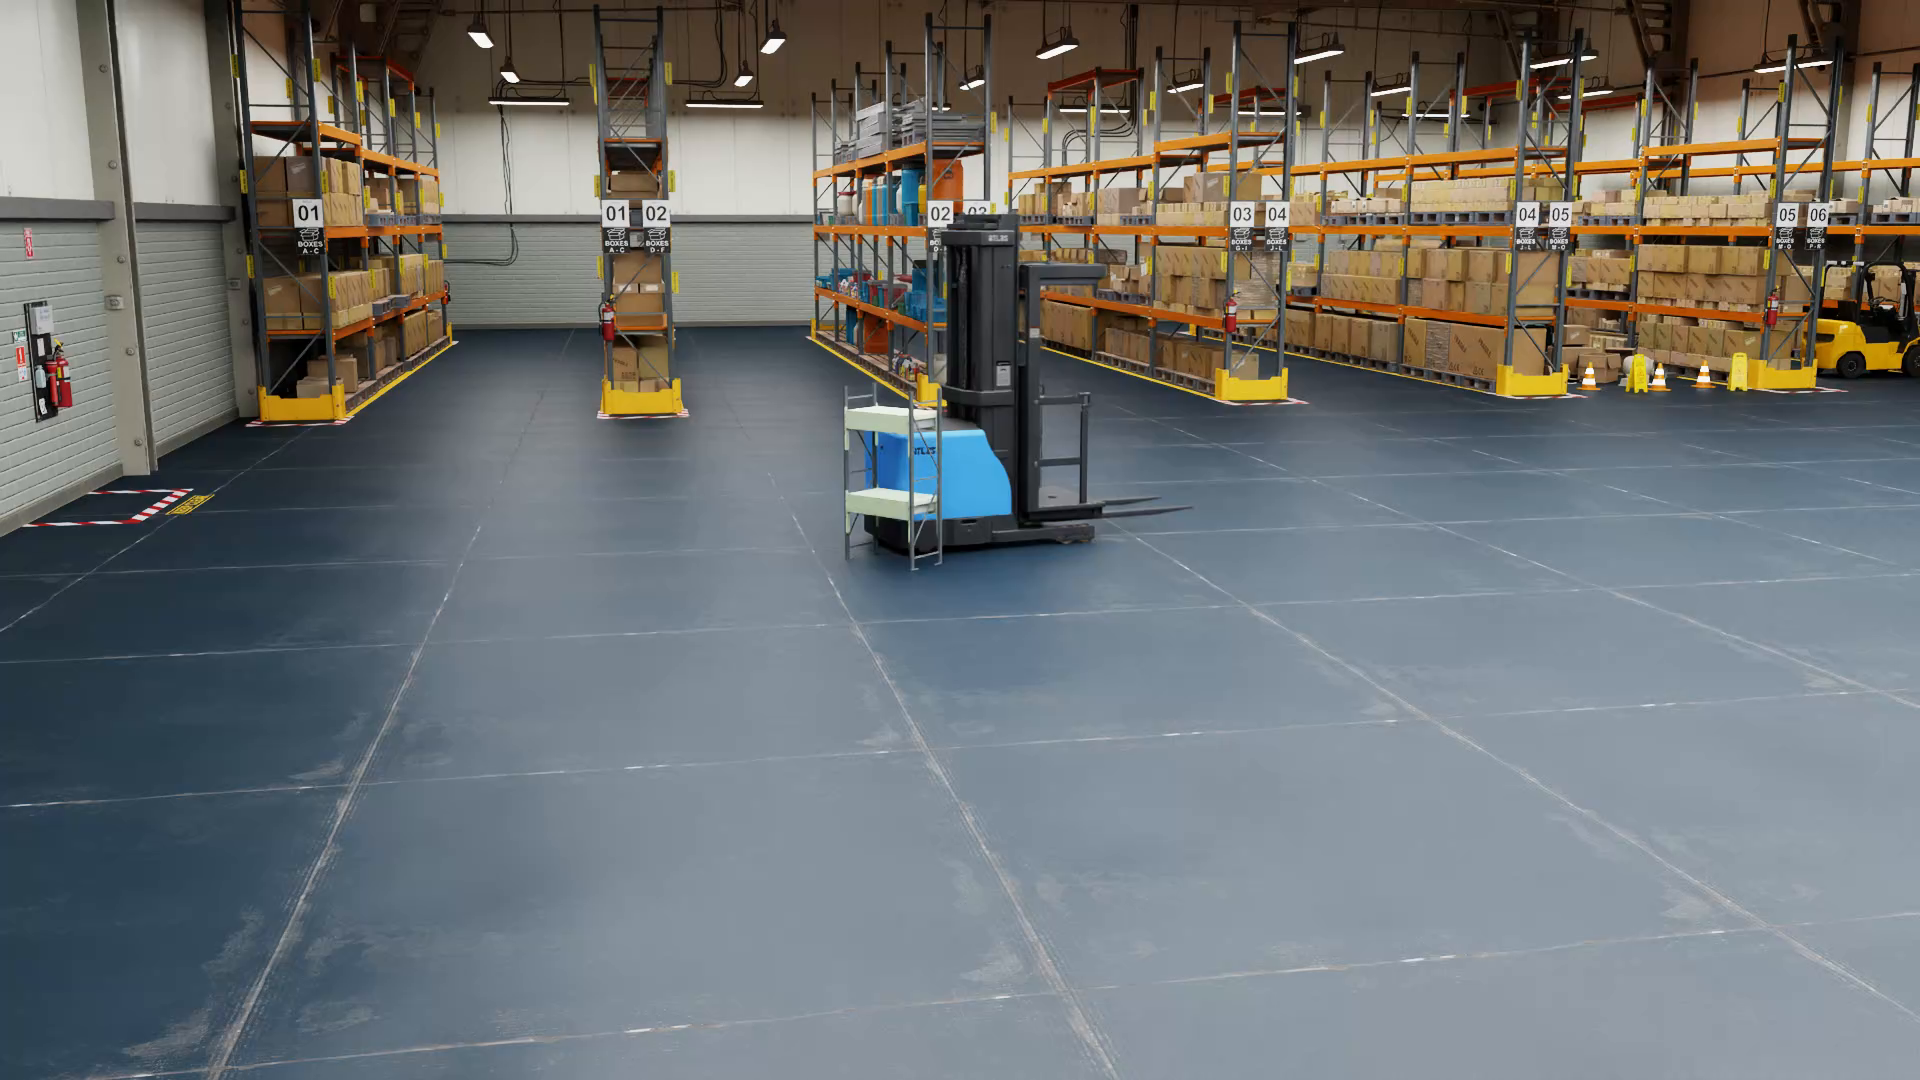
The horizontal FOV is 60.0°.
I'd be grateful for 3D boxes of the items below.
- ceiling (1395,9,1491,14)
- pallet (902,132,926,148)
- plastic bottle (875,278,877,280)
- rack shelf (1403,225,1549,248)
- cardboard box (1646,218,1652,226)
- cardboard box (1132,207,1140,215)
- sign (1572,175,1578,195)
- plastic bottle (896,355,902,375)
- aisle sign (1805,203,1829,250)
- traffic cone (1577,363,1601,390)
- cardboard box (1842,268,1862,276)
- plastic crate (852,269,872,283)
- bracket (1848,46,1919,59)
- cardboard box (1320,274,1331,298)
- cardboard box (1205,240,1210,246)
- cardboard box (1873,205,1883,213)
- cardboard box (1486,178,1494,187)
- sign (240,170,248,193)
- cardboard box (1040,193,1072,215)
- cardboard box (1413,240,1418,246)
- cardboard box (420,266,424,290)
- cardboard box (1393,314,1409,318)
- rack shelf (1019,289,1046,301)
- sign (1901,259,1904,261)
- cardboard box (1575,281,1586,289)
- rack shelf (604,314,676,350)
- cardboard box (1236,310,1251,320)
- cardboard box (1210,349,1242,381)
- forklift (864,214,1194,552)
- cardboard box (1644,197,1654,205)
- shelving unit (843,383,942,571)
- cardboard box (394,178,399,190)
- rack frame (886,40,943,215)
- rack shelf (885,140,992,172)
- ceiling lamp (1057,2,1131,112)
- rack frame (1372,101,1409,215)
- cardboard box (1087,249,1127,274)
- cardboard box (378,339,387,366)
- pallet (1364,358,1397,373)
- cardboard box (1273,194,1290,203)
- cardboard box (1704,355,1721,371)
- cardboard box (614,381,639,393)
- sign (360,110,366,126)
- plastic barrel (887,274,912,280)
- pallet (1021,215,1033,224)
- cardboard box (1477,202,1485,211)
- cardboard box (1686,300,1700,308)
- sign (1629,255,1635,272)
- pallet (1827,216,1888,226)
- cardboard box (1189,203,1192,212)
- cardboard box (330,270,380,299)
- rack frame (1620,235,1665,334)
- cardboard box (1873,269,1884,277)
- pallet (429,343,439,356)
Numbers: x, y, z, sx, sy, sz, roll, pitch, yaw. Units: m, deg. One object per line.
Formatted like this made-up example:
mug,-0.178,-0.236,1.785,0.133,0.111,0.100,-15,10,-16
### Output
ceiling,16.361,-15.161,46.770,6.000,0.001,6.000,-2,11,-11
pallet,-0.375,-6.638,27.634,1.003,0.211,1.213,-2,11,-11
plastic bottle,-1.859,-5.641,36.997,0.144,0.351,0.185,-2,11,-11
rack shelf,9.329,-5.450,29.763,1.077,0.370,4.000,-2,11,-11
cardboard box,13.594,-6.179,32.339,0.380,0.149,0.250,-2,11,-12
cardboard box,3.593,-6.440,32.543,0.380,0.166,0.250,-2,11,-13
sign,10.264,-5.924,27.780,0.100,0.325,0.005,-2,11,-11
plastic bottle,-1.053,-3.106,29.456,0.144,0.351,0.185,-2,11,-9
aisle sign,14.870,-5.439,28.848,0.394,0.787,0.004,-2,11,-11
traffic cone,11.008,-2.866,29.069,0.336,0.463,0.334,-2,11,-11
cardboard box,18.360,-5.499,34.115,0.380,0.149,0.250,-2,11,-9
plastic crate,-2.286,-6.056,38.712,0.402,0.464,0.583,-2,11,-11
bracket,19.241,-9.754,32.804,0.076,0.066,4.783,-2,11,-11
cardboard box,7.985,-5.387,35.264,0.500,0.500,0.500,-2,11,-10
cardboard box,6.538,-7.400,42.368,0.500,0.500,0.500,-2,11,-9
cardboard box,18.434,-6.589,33.102,0.380,0.149,0.250,-2,11,-10
cardboard box,9.223,-6.103,28.416,0.380,0.149,0.250,-2,11,-10
sign,-10.291,-5.153,23.909,0.100,0.325,0.005,-2,11,-11
cardboard box,2.288,-7.921,39.166,0.700,0.500,0.500,-3,11,-14
cardboard box,11.662,-7.503,41.972,0.380,0.149,0.250,-2,11,-12
cardboard box,-11.740,-5.591,35.487,0.500,0.500,0.500,-2,11,-12
cardboard box,11.855,-5.759,43.213,0.875,0.438,0.875,-2,11,-9
rack shelf,2.111,-6.015,40.756,1.077,0.370,4.000,-2,11,-11
sign,19.189,-5.561,33.918,0.100,0.325,0.005,-2,11,-11
cardboard box,13.146,-5.347,34.870,0.380,0.149,0.250,-2,11,-9
rack shelf,-5.273,-3.455,27.304,1.077,0.370,4.000,-2,11,-11
cardboard box,4.576,-3.723,27.457,0.380,0.149,0.250,-2,11,-11
cardboard box,4.579,-3.003,28.567,0.500,0.500,0.500,1,11,4
forklift,0.687,-1.486,15.219,3.031,2.935,1.130,-4,12,-21
cardboard box,13.517,-6.567,32.249,0.380,0.149,0.250,-2,11,-12
shelving unit,-0.572,-0.550,14.130,0.755,1.500,0.431,9,14,38
cardboard box,-12.441,-7.605,36.166,0.500,0.500,0.500,-2,11,-11
rack frame,-0.803,-7.302,29.546,1.000,3.000,0.127,-2,11,-11
rack shelf,-0.414,-6.385,27.723,1.077,0.370,4.000,-2,11,-11
ceiling lamp,3.687,-13.135,44.580,2.000,3.185,0.800,-2,11,-11
rack frame,11.442,-10.043,43.949,1.000,3.000,0.127,-2,11,-11
cardboard box,3.151,-5.945,35.512,0.797,0.503,0.637,-2,11,-9
cardboard box,-11.121,-3.487,31.058,0.700,0.500,0.500,-2,11,-11
pallet,8.716,-3.466,32.893,1.003,0.211,1.213,-2,11,-11
cardboard box,7.556,-7.606,37.769,0.797,0.503,0.637,-2,11,-12
cardboard box,14.040,-3.251,30.538,0.500,0.250,0.500,-2,11,-11
cardboard box,-5.279,-2.385,25.988,0.500,0.250,0.500,-2,11,-11
sign,-12.626,-8.930,35.177,0.100,0.325,0.005,-2,11,-11
plastic barrel,-1.193,-5.081,33.559,0.600,0.536,0.708,-2,11,-11
pallet,2.117,-7.806,40.453,1.003,0.211,1.213,-2,11,-11
cardboard box,9.174,-5.757,28.733,0.380,0.149,0.250,-2,11,-10
cardboard box,13.839,-4.422,31.133,0.380,0.149,0.250,-2,11,-11
sign,13.233,-5.443,32.729,0.100,0.325,0.005,-2,11,-11
pallet,18.460,-6.617,34.483,0.805,0.209,1.217,-3,11,-13
cardboard box,4.191,-5.776,28.886,0.380,0.149,0.250,-2,11,-10
cardboard box,-10.847,-4.577,29.829,0.700,0.500,0.500,-1,11,-3
rack frame,17.088,-6.544,41.607,1.000,3.000,0.127,-2,11,-11
cardboard box,18.500,-5.329,33.222,0.380,0.149,0.250,-2,11,-10
pallet,-12.148,-4.234,36.931,1.003,0.211,1.213,-2,11,-11
